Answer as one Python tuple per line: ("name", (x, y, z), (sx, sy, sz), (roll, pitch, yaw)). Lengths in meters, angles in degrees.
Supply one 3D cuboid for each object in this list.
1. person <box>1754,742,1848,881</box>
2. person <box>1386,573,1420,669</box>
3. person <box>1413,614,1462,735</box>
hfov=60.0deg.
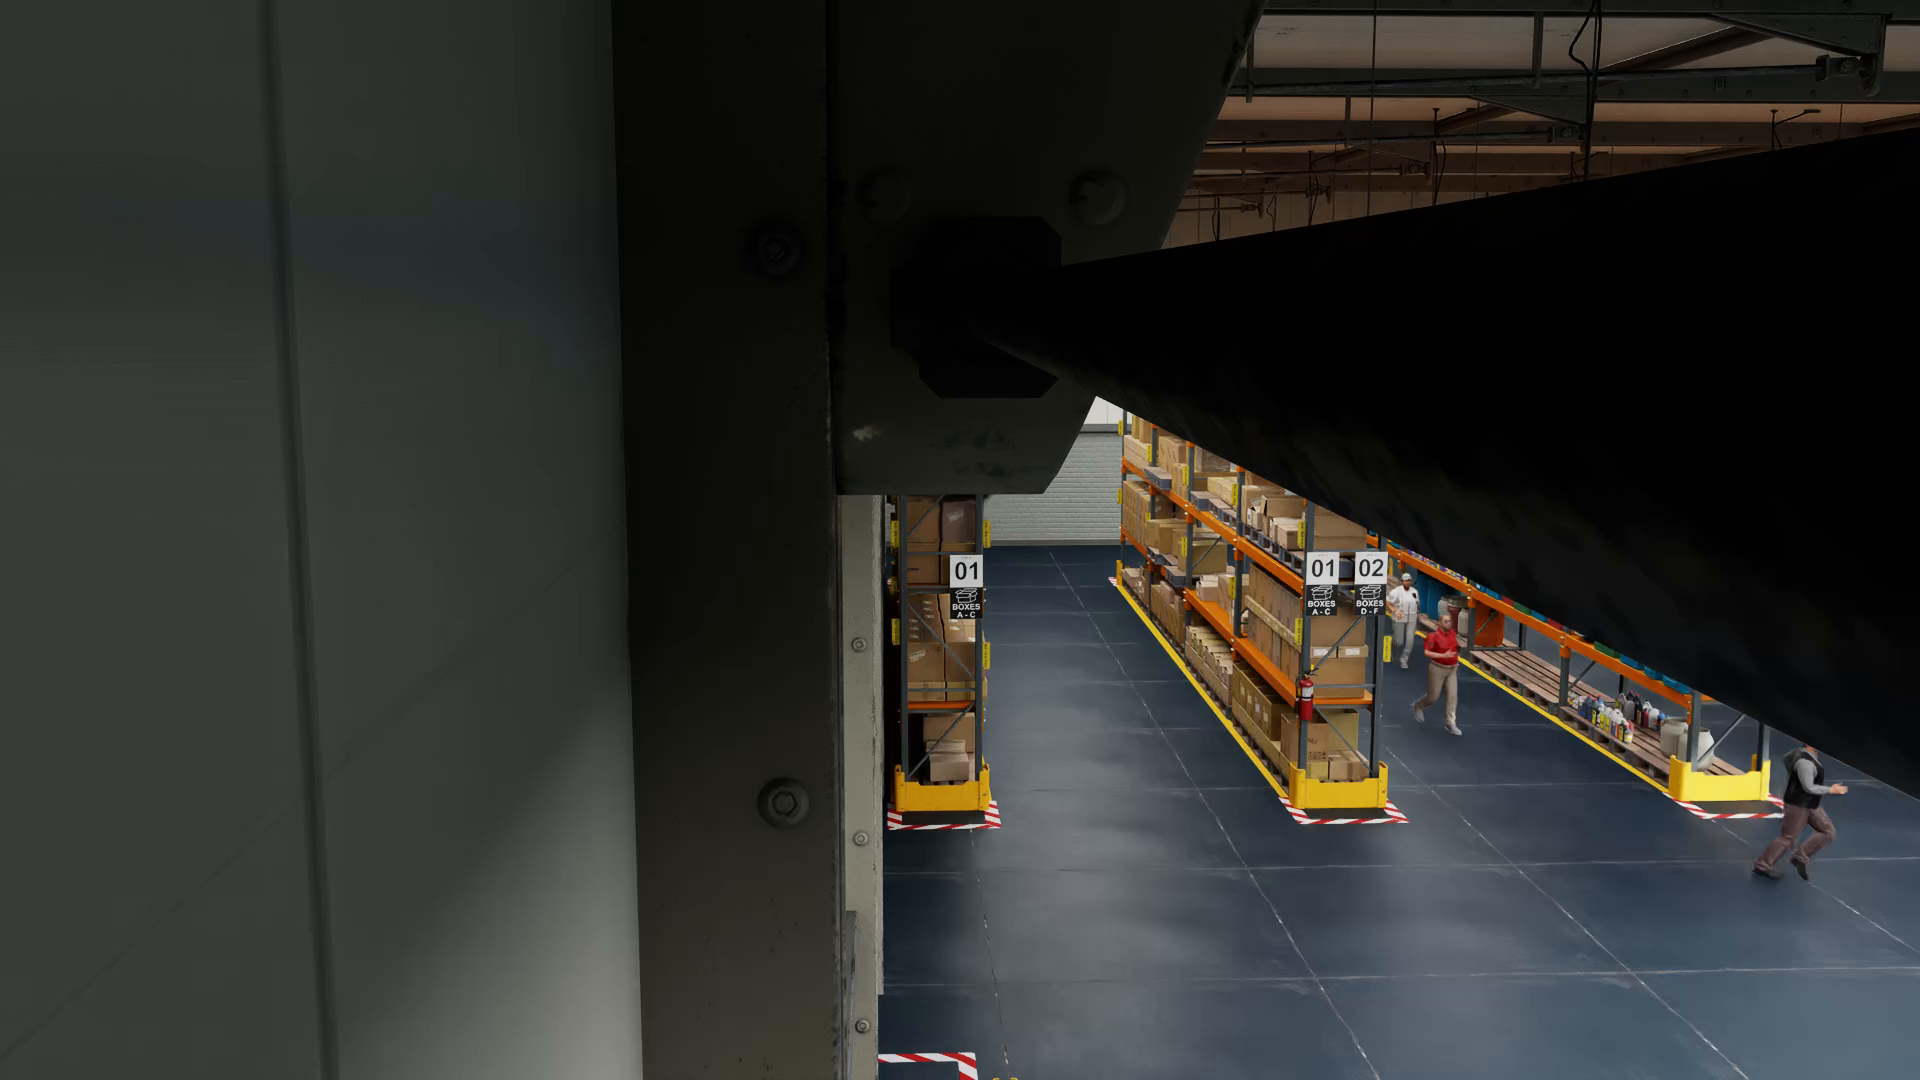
("person", (9.076, 2.854, 17.904), (0.845, 1.694, 0.670), (5, 10, 33))
("person", (7.563, 1.368, 28.345), (0.595, 1.609, 0.560), (-1, 8, -7))
("person", (6.984, 1.912, 24.182), (0.681, 1.712, 0.926), (-4, 9, -24))
